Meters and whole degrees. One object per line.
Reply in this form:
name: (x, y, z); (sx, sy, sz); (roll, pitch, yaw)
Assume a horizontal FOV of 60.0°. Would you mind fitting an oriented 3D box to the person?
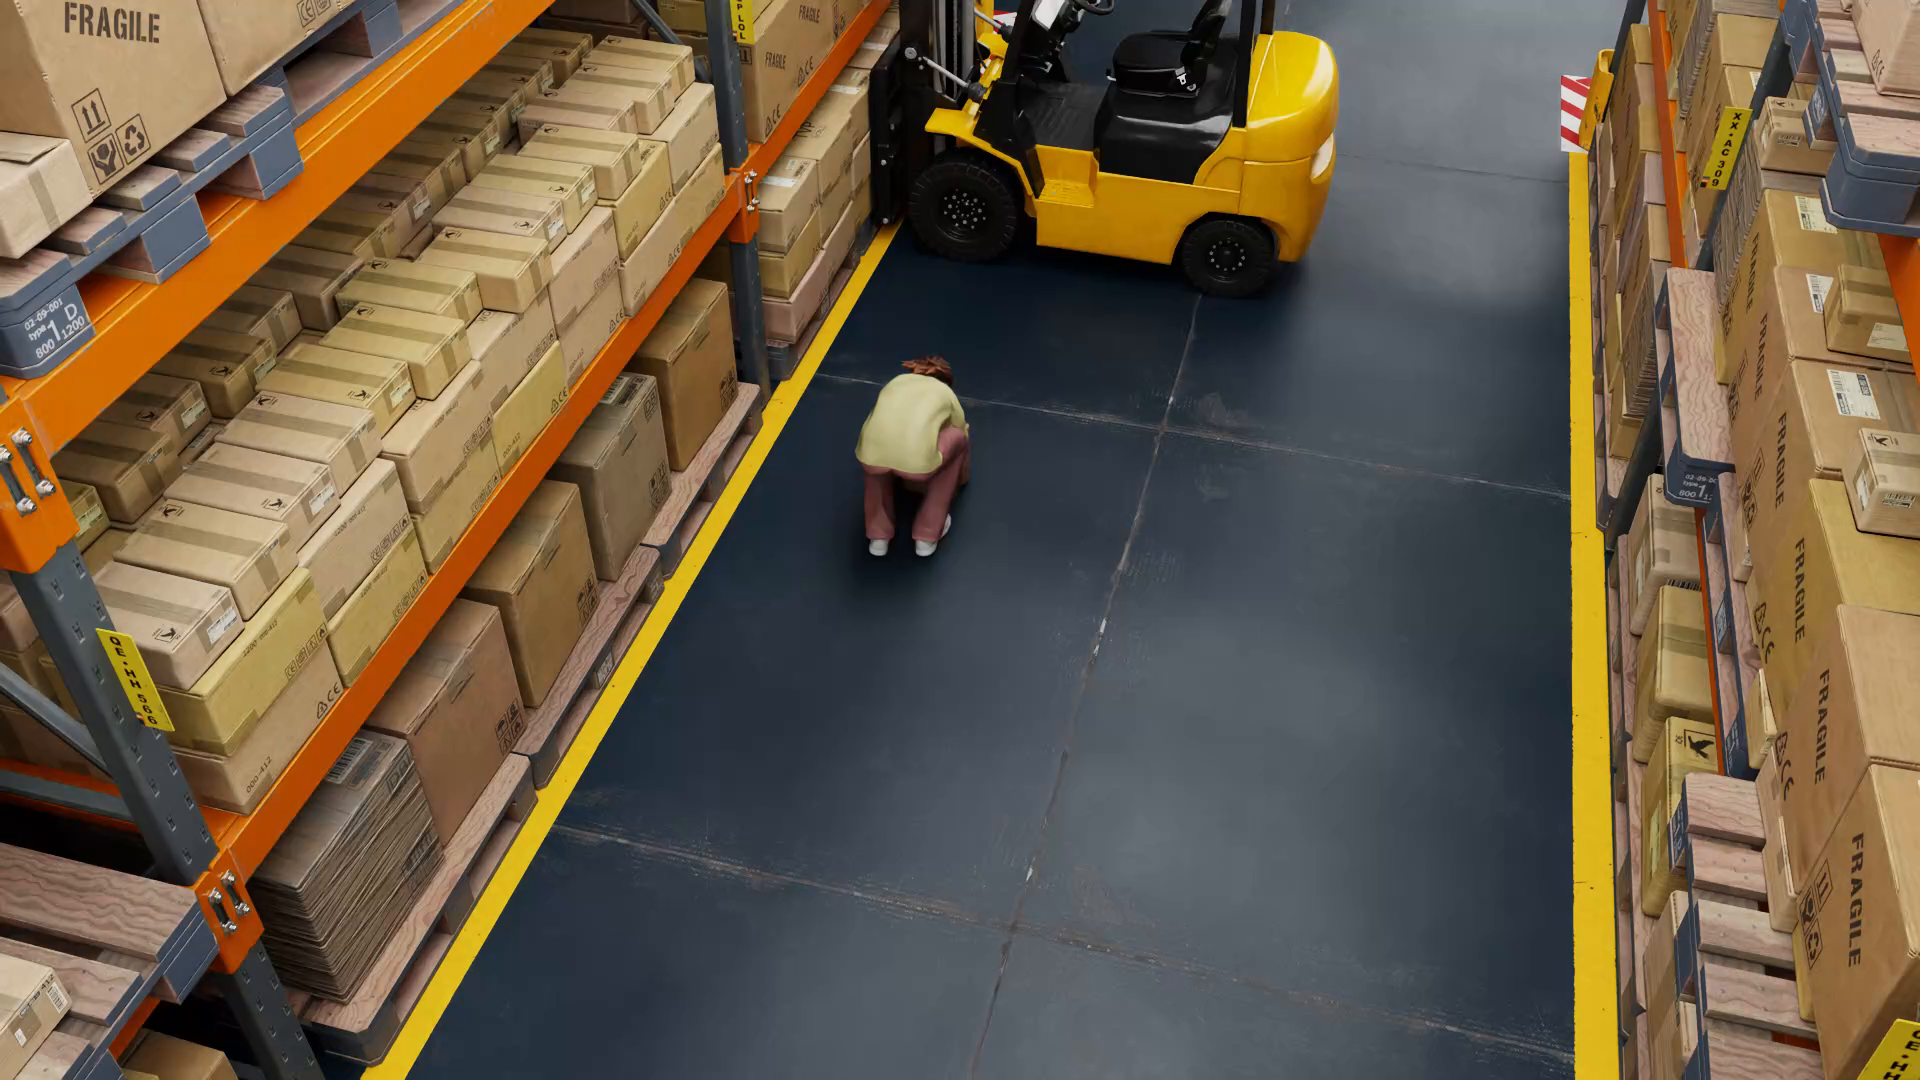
person: (-0.204, -0.366, 7.301); (0.468, 0.758, 0.860); (9, 42, 10)
